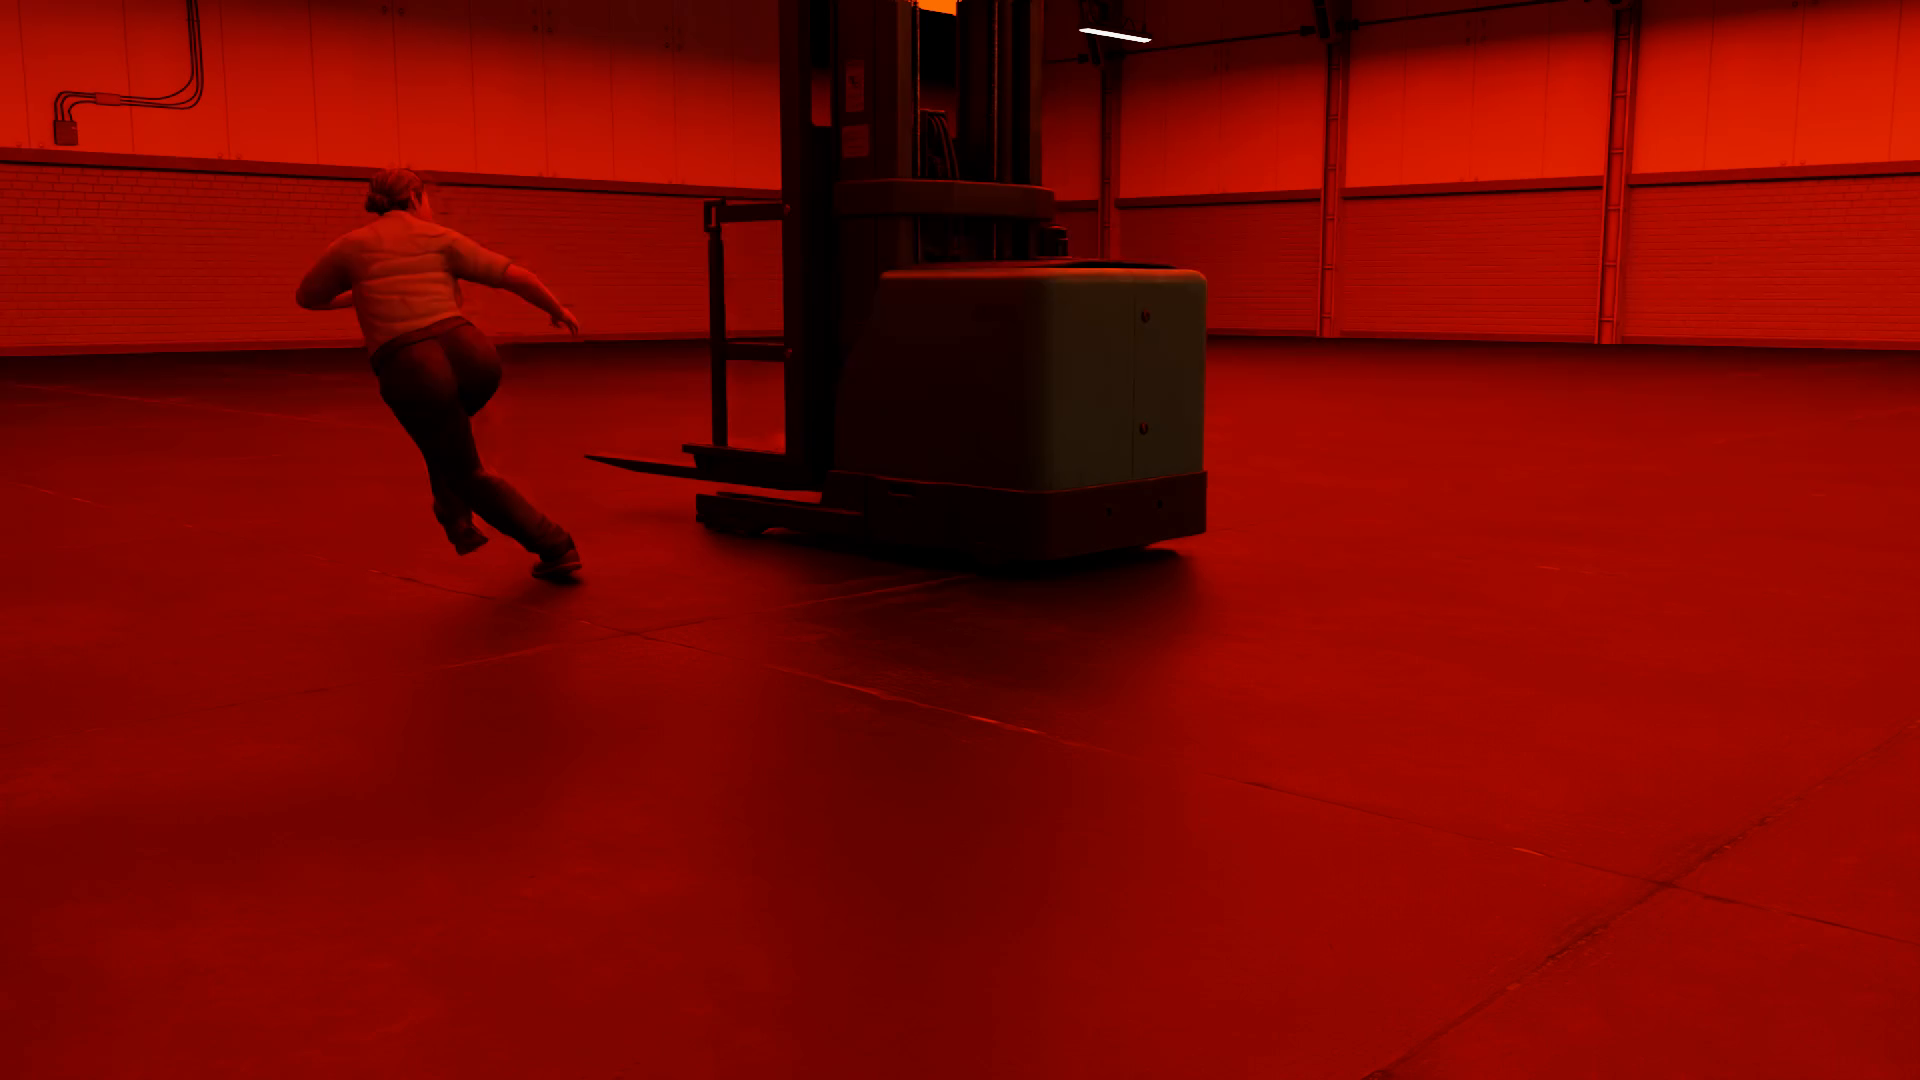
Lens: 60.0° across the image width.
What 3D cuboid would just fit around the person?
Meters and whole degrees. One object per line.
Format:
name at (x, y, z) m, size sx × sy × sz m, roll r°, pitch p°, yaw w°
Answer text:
person at (-1.781, -0.578, 5.815) m, size 0.922 × 1.418 × 0.878 m, roll -5°, pitch 10°, yaw -30°

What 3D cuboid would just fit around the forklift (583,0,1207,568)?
forklift at (-0.463, -1.511, 6.910) m, size 3.031 × 2.935 × 1.130 m, roll 8°, pitch 12°, yaw 43°
